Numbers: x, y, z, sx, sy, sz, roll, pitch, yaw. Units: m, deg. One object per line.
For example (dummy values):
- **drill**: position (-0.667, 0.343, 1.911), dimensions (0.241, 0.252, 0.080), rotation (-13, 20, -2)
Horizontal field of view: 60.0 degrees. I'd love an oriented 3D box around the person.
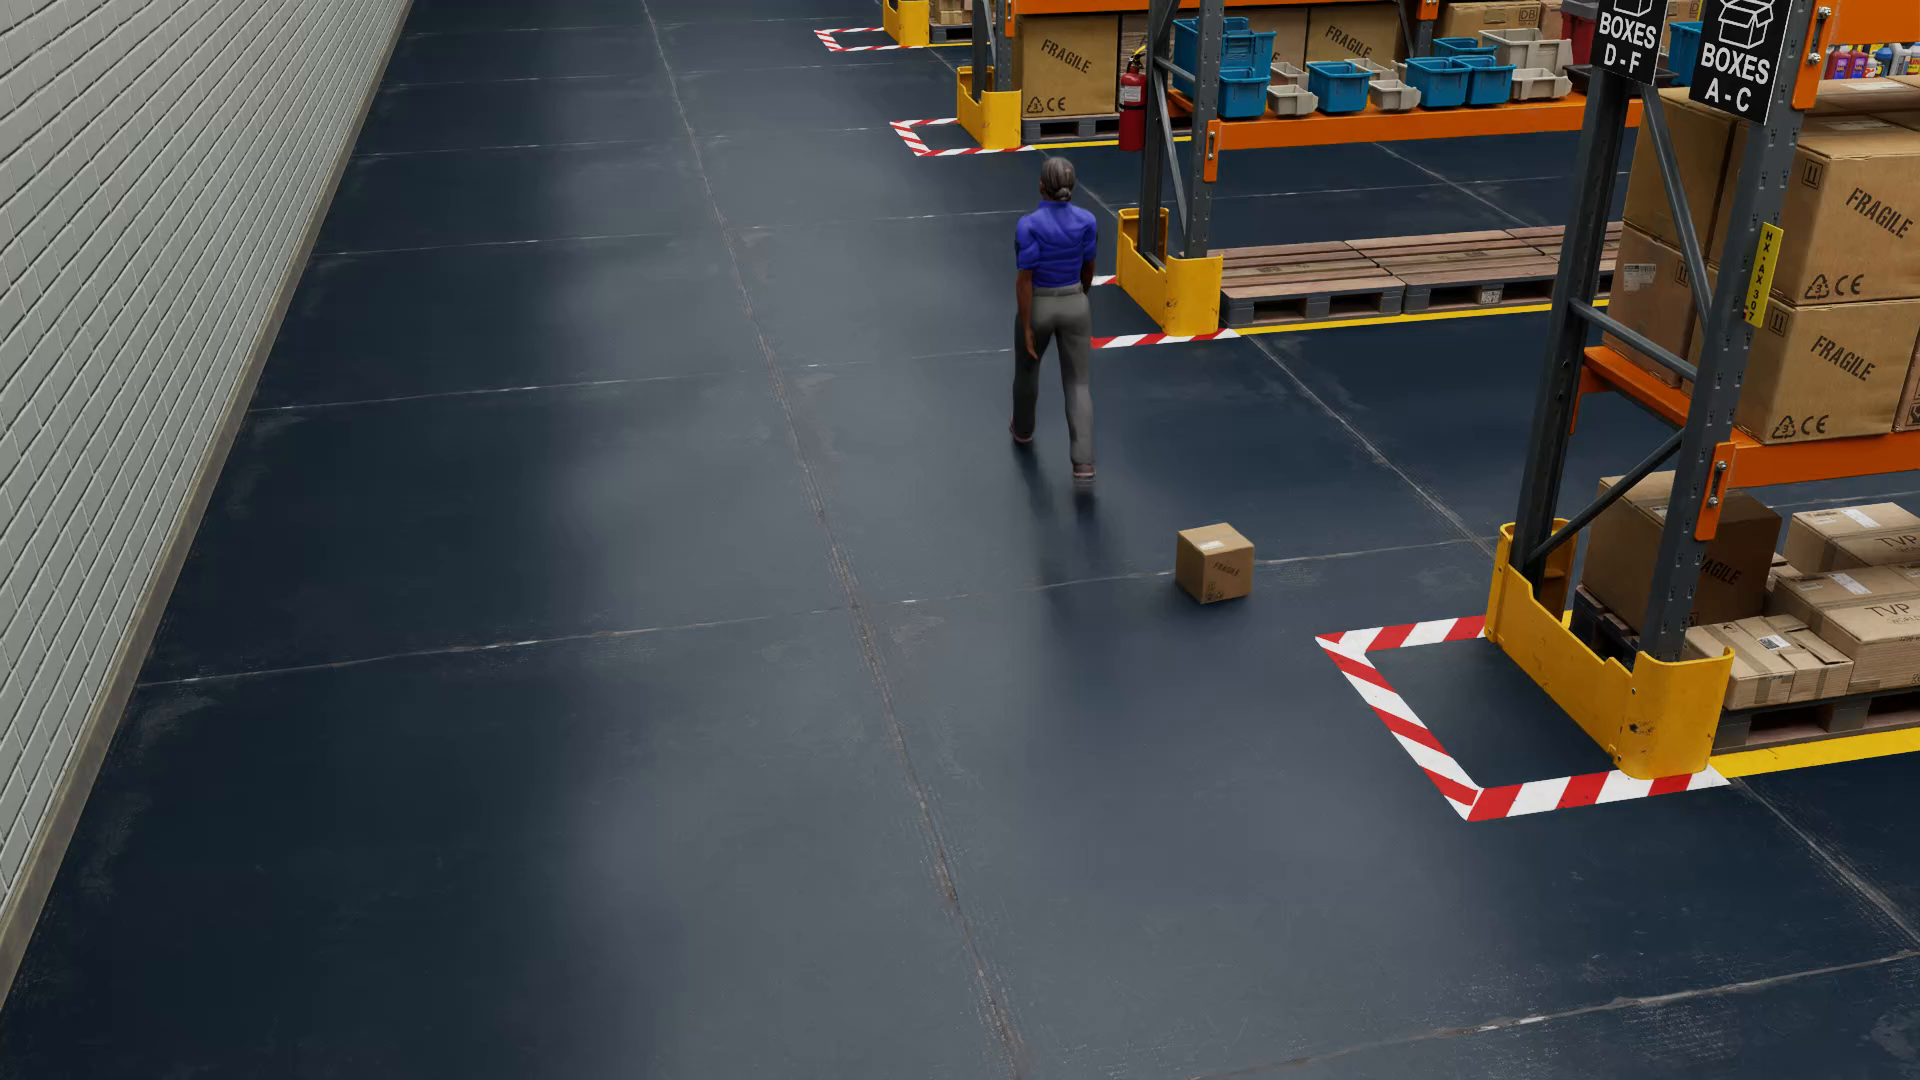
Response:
- **person**: position (0.472, -1.137, 8.350), dimensions (0.429, 1.599, 1.005), rotation (-2, 27, -5)
